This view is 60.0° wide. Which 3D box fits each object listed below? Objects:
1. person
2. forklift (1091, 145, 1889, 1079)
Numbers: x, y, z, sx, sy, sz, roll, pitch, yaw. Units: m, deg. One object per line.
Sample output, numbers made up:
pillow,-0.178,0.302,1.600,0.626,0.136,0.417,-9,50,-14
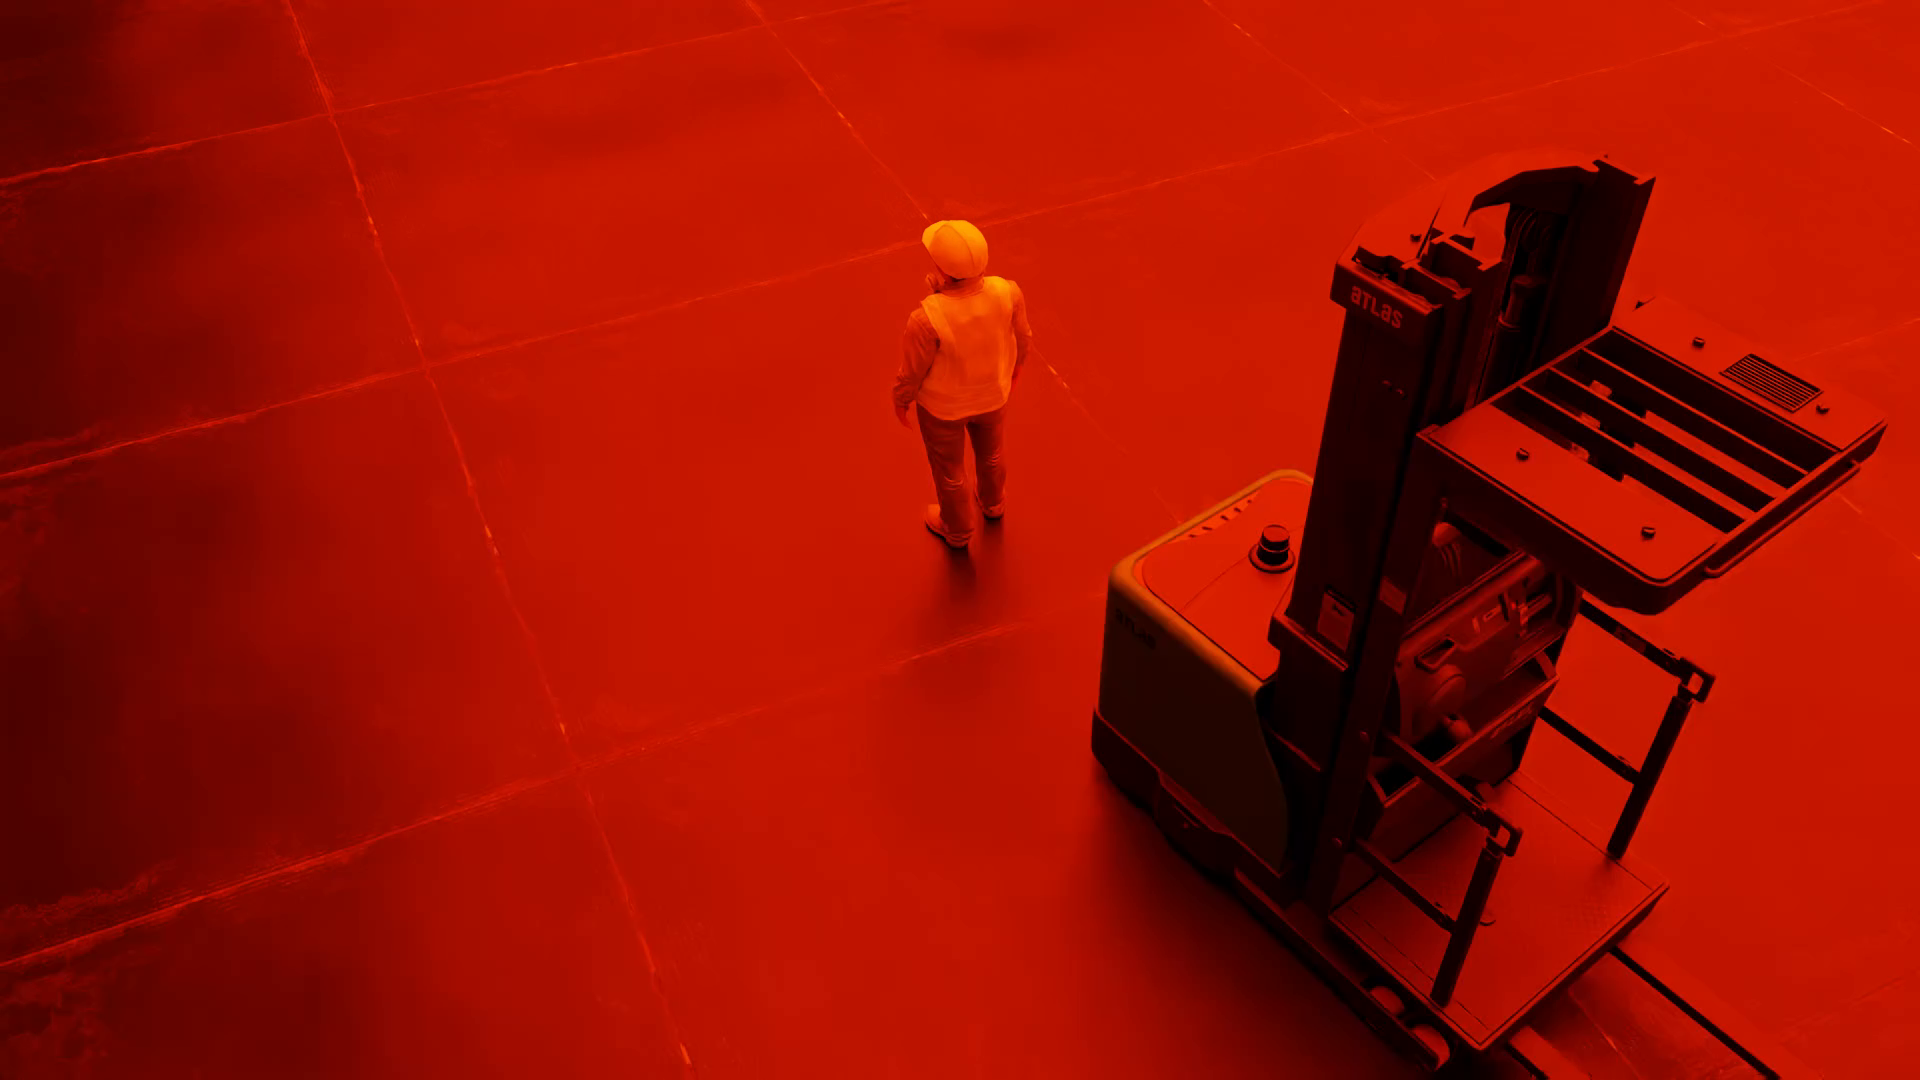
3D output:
person,-0.020,-0.695,7.262,0.634,1.775,0.566,-18,46,-18
forklift,1.845,0.398,5.253,1.130,2.935,3.031,-28,50,-27
